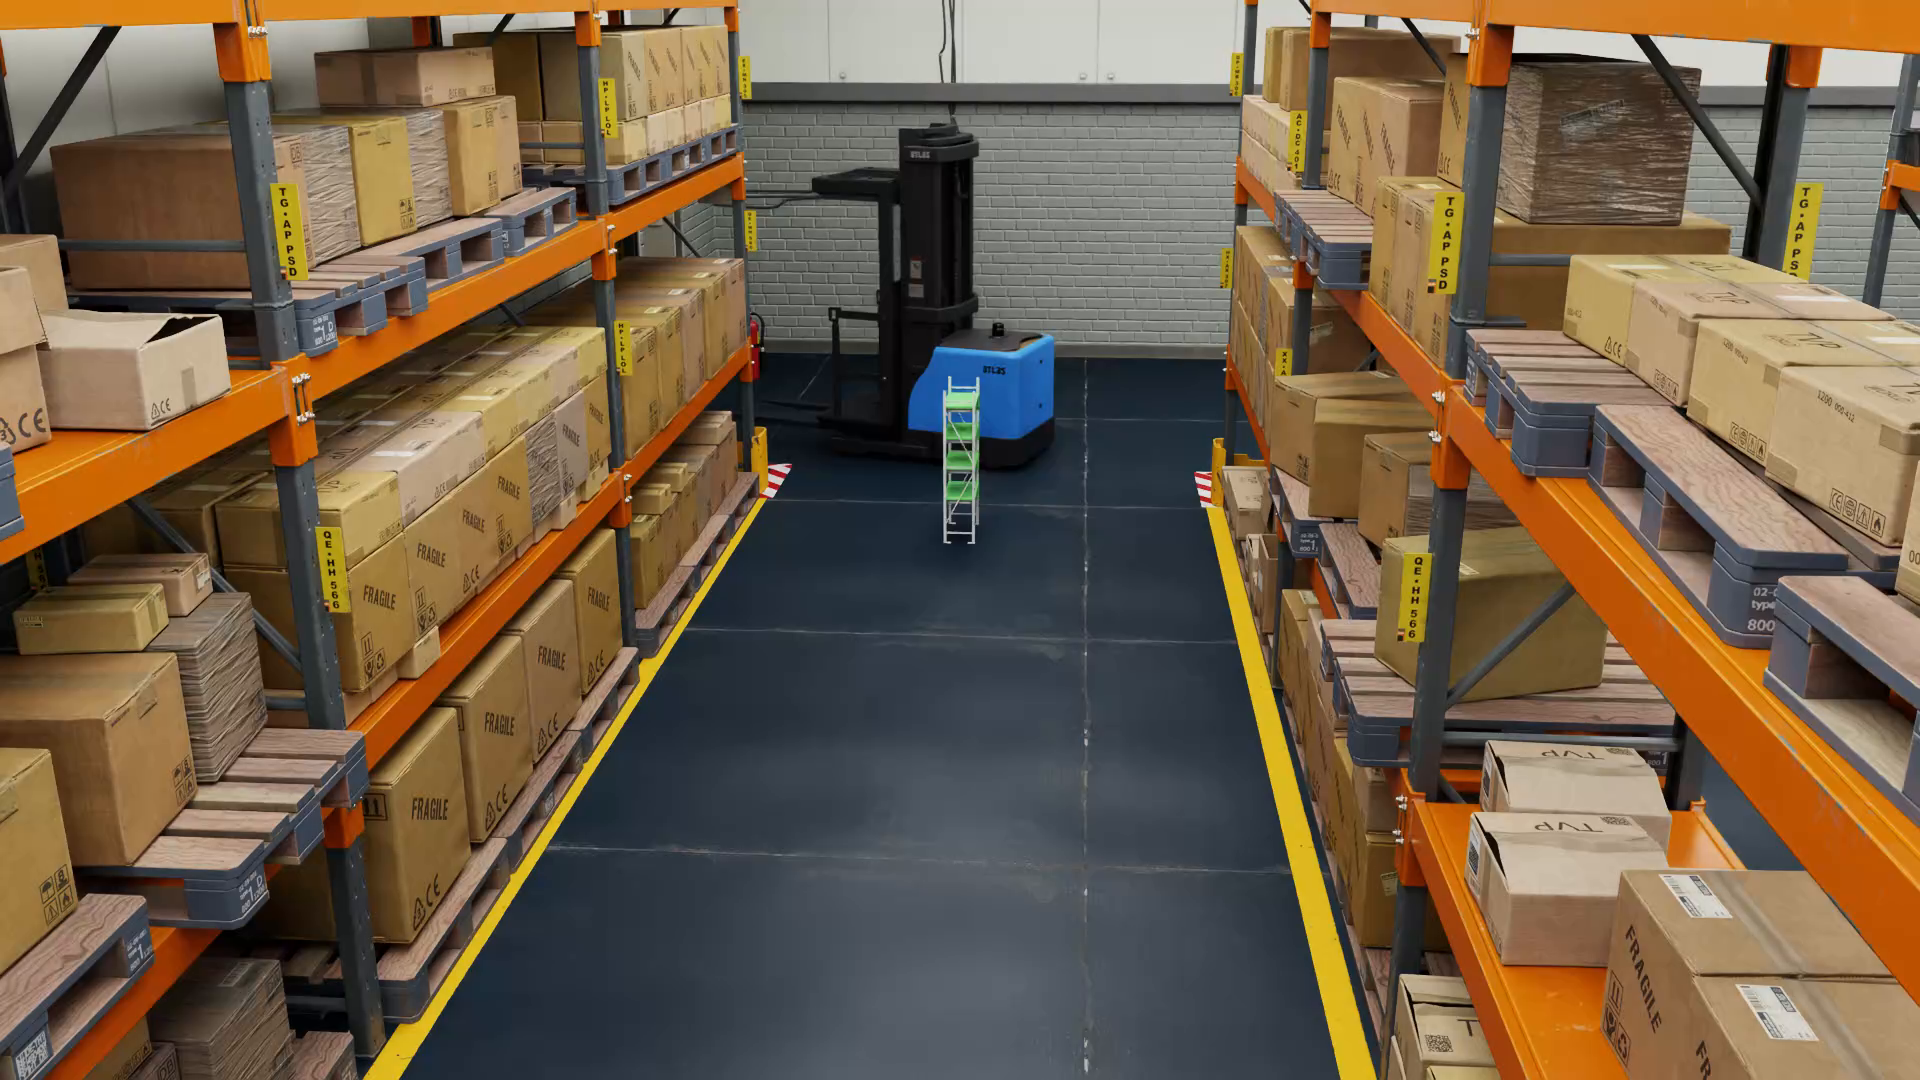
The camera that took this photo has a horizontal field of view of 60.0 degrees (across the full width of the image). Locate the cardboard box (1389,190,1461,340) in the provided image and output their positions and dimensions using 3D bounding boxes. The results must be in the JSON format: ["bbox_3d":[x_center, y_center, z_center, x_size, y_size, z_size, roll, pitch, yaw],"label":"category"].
[{"bbox_3d":[2.154,-1.045,6.317,0.910,0.500,0.500,1,18,4],"label":"cardboard box"}]

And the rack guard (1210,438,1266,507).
[{"bbox_3d":[2.687,-0.551,13.801,1.175,0.500,0.348,1,18,4],"label":"rack guard"}]

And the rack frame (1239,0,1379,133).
[{"bbox_3d":[2.693,-4.613,12.549,1.000,3.000,0.127,1,18,4],"label":"rack frame"}]

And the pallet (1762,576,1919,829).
[{"bbox_3d":[1.883,0.356,2.509,0.805,0.209,1.217,1,18,2],"label":"pallet"}]

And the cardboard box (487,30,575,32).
[{"bbox_3d":[-2.681,-2.969,10.552,0.500,0.500,0.500,1,18,2],"label":"cardboard box"}]

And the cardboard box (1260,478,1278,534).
[{"bbox_3d":[2.536,-0.126,11.793,0.797,0.503,0.637,1,18,4],"label":"cardboard box"}]

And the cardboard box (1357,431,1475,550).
[{"bbox_3d":[2.341,-0.217,7.932,0.700,0.500,0.500,-3,18,-10],"label":"cardboard box"}]

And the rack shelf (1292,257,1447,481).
[{"bbox_3d":[2.263,-0.982,7.441,1.077,0.370,4.000,1,18,4],"label":"rack shelf"}]

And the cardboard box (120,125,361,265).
[{"bbox_3d":[-2.859,-1.386,6.653,0.700,0.500,0.500,0,18,1],"label":"cardboard box"}]

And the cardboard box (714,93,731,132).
[{"bbox_3d":[-2.036,-3.239,12.580,0.500,0.250,0.500,2,18,6],"label":"cardboard box"}]

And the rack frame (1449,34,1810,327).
[{"bbox_3d":[2.119,-2.128,4.966,1.000,3.000,0.127,1,18,4],"label":"rack frame"}]

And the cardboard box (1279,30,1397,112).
[{"bbox_3d":[2.494,-3.086,10.940,0.700,0.500,0.500,1,18,4],"label":"cardboard box"}]

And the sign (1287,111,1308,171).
[{"bbox_3d":[1.864,-2.201,9.174,0.100,0.325,0.005,1,18,4],"label":"sign"}]

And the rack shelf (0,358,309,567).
[{"bbox_3d":[-2.965,0.151,3.984,1.077,0.370,4.000,1,18,4],"label":"rack shelf"}]

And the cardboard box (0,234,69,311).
[{"bbox_3d":[-3.103,-0.651,5.082,0.500,0.500,0.500,1,18,4],"label":"cardboard box"}]

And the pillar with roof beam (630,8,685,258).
[{"bbox_3d":[1.376,-5.484,15.208,9.100,9.000,0.400,1,18,4],"label":"pillar with roof beam"}]

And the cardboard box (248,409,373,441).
[{"bbox_3d":[-2.967,-0.408,7.477,0.500,0.250,0.500,1,18,3],"label":"cardboard box"}]

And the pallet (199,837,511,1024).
[{"bbox_3d":[-2.690,1.695,7.411,1.003,0.211,1.213,1,18,4],"label":"pallet"}]

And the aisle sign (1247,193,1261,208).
[{"bbox_3d":[2.405,-3.025,13.163,0.394,0.787,0.004,1,18,4],"label":"aisle sign"}]

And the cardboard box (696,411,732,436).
[{"bbox_3d":[-2.026,-0.928,13.236,0.380,0.149,0.250,1,18,3],"label":"cardboard box"}]

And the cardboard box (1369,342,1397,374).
[{"bbox_3d":[2.721,-1.182,9.948,0.500,0.500,0.500,2,18,5],"label":"cardboard box"}]

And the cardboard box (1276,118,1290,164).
[{"bbox_3d":[2.209,-2.424,10.124,0.500,0.250,0.500,1,18,4],"label":"cardboard box"}]

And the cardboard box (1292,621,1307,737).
[{"bbox_3d":[2.101,0.770,9.064,0.500,0.500,0.500,2,18,5],"label":"cardboard box"}]

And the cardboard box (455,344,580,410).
[{"bbox_3d":[-2.360,-0.875,8.900,0.500,0.250,0.500,2,18,5],"label":"cardboard box"}]

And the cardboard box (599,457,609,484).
[{"bbox_3d":[-2.277,-0.408,9.722,0.380,0.149,0.250,1,18,4],"label":"cardboard box"}]

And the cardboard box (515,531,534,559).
[{"bbox_3d":[-2.412,-0.014,8.521,0.380,0.149,0.250,1,18,2],"label":"cardboard box"}]

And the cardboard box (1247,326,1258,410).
[{"bbox_3d":[2.290,-1.206,11.627,0.500,0.500,0.500,2,18,5],"label":"cardboard box"}]

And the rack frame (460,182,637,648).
[{"bbox_3d":[-2.535,-0.629,10.026,1.000,3.000,0.127,1,18,4],"label":"rack frame"}]

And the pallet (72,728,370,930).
[{"bbox_3d":[-2.767,0.928,5.582,1.213,0.211,1.003,1,18,4],"label":"pallet"}]

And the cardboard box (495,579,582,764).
[{"bbox_3d":[-2.513,0.674,8.828,0.750,0.750,0.750,2,18,6],"label":"cardboard box"}]

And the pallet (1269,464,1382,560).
[{"bbox_3d":[2.240,-0.183,8.972,1.003,0.211,1.213,1,18,4],"label":"pallet"}]

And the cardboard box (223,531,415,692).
[{"bbox_3d":[-2.532,0.270,6.613,0.500,0.500,0.500,2,18,6],"label":"cardboard box"}]

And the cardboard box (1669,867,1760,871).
[{"bbox_3d":[2.330,1.127,5.068,0.380,0.149,0.250,1,18,4],"label":"cardboard box"}]

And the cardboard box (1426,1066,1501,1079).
[{"bbox_3d":[1.760,1.883,5.201,0.500,0.311,0.500,1,18,3],"label":"cardboard box"}]

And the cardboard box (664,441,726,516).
[{"bbox_3d":[-2.235,-0.508,12.997,0.700,0.500,0.500,1,18,4],"label":"cardboard box"}]

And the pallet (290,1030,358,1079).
[{"bbox_3d":[-2.879,2.181,5.928,1.003,0.211,1.213,1,18,4],"label":"pallet"}]

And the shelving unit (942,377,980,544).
[{"bbox_3d":[0.012,-0.622,12.893,0.258,1.200,0.503,1,18,4],"label":"shelving unit"}]

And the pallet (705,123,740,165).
[{"bbox_3d":[-2.291,-3.024,12.660,1.003,0.211,1.213,1,18,4],"label":"pallet"}]

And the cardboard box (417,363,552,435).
[{"bbox_3d":[-2.396,-0.716,8.417,0.500,0.250,0.500,2,18,5],"label":"cardboard box"}]

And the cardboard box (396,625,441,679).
[{"bbox_3d":[-2.437,0.467,7.051,0.380,0.149,0.250,2,18,6],"label":"cardboard box"}]

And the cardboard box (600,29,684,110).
[{"bbox_3d":[-2.144,-3.115,10.997,0.500,0.500,0.500,1,18,4],"label":"cardboard box"}]

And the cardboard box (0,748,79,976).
[{"bbox_3d":[-2.913,0.890,4.522,0.700,0.500,0.500,1,18,4],"label":"cardboard box"}]

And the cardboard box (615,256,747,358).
[{"bbox_3d":[-2.275,-1.855,13.287,0.980,0.700,0.700,2,18,6],"label":"cardboard box"}]

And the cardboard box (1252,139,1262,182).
[{"bbox_3d":[2.319,-2.652,11.623,0.500,0.250,0.500,1,18,4],"label":"cardboard box"}]

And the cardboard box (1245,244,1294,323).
[{"bbox_3d":[2.327,-1.835,11.940,0.500,0.500,0.500,2,18,5],"label":"cardboard box"}]

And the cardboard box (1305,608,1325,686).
[{"bbox_3d":[2.057,0.558,8.506,0.500,0.250,0.500,1,18,4],"label":"cardboard box"}]

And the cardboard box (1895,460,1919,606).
[{"bbox_3d":[1.923,0.049,2.704,0.500,0.250,0.500,0,18,-1],"label":"cardboard box"}]

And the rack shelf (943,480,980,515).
[{"bbox_3d":[0.012,-0.333,12.988,0.258,0.148,0.480,1,18,4],"label":"rack shelf"}]

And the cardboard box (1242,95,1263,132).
[{"bbox_3d":[2.396,-3.200,12.493,0.500,0.250,0.500,1,18,4],"label":"cardboard box"}]

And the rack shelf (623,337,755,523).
[{"bbox_3d":[-2.392,-0.908,12.034,1.077,0.370,4.000,1,18,4],"label":"rack shelf"}]

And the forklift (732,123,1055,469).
[{"bbox_3d":[-0.686,-2.300,15.237,3.031,2.935,1.130,7,20,22],"label":"forklift"}]

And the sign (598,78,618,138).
[{"bbox_3d":[-1.993,-2.441,9.402,0.100,0.325,0.005,1,18,4],"label":"sign"}]

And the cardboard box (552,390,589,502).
[{"bbox_3d":[-2.344,-0.520,9.022,0.500,0.500,0.500,1,18,4],"label":"cardboard box"}]

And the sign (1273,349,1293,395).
[{"bbox_3d":[1.864,-0.941,9.587,0.100,0.325,0.005,1,18,4],"label":"sign"}]

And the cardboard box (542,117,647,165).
[{"bbox_3d":[-2.223,-2.439,10.138,0.500,0.250,0.500,1,18,4],"label":"cardboard box"}]
